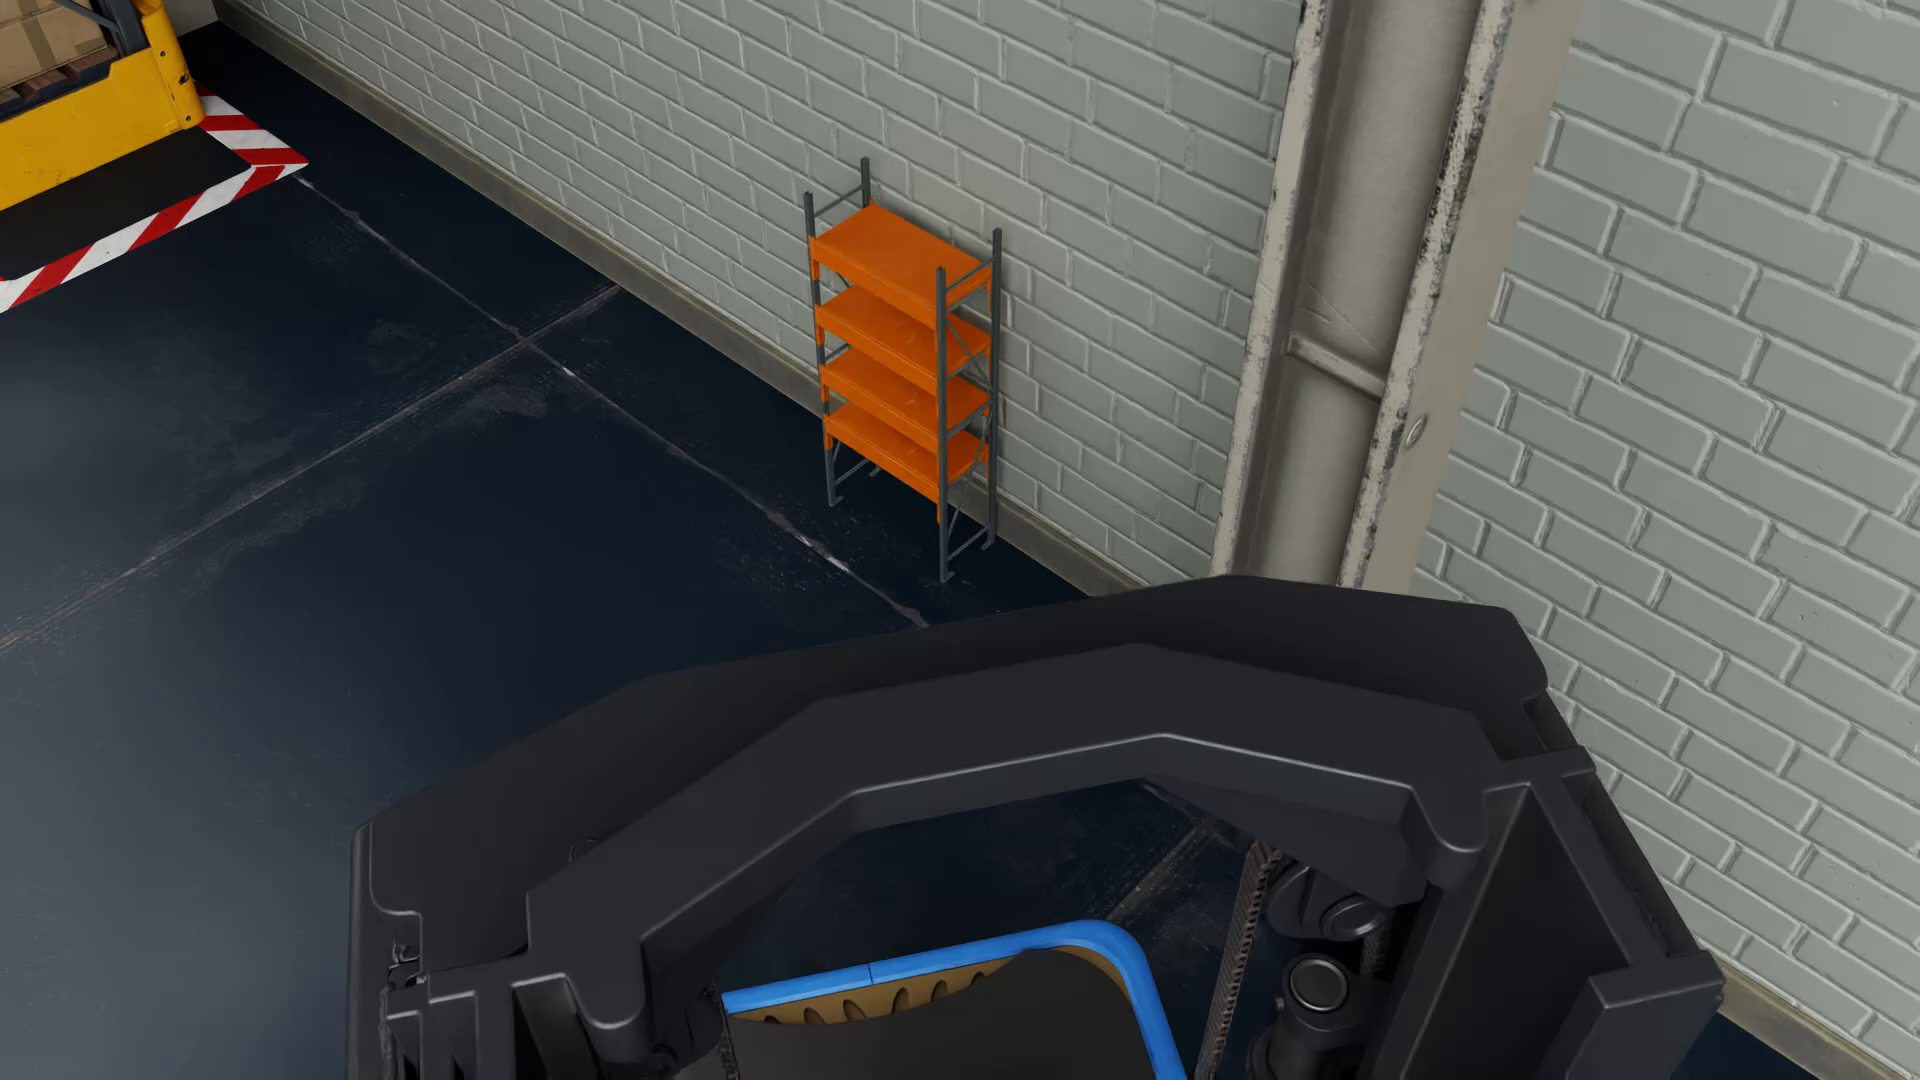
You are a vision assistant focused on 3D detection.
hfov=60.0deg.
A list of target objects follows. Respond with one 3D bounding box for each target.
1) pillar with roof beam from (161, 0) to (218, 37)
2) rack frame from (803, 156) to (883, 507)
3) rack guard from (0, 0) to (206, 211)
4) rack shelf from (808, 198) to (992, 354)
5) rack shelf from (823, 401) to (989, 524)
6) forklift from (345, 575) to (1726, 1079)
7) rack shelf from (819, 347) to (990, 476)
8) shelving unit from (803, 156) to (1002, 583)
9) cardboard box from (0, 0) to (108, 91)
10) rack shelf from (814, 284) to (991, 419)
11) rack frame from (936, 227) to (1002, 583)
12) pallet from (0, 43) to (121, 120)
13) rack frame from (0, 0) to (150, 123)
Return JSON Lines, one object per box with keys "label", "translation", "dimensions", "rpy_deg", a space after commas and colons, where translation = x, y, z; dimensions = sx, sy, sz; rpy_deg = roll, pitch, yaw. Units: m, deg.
{"label": "pillar with roof beam", "translation": [-6.461, -3.136, 2.022], "dimensions": [0.400, 9.000, 9.100], "rpy_deg": [34, 55, 28]}
{"label": "rack frame", "translation": [-0.337, -0.583, 4.975], "dimensions": [0.015, 1.200, 0.240], "rpy_deg": [33, 55, 27]}
{"label": "rack guard", "translation": [-3.623, -1.694, 6.498], "dimensions": [0.348, 0.500, 1.175], "rpy_deg": [34, 55, 28]}
{"label": "rack shelf", "translation": [-0.156, -0.733, 4.576], "dimensions": [0.480, 0.148, 0.258], "rpy_deg": [33, 55, 27]}
{"label": "rack shelf", "translation": [-0.156, -0.282, 5.056], "dimensions": [0.480, 0.148, 0.258], "rpy_deg": [33, 55, 27]}
{"label": "forklift", "translation": [0.161, 1.561, 1.774], "dimensions": [1.130, 2.935, 3.031], "rpy_deg": [-9, 48, -9]}
{"label": "rack shelf", "translation": [-0.156, -0.418, 4.912], "dimensions": [0.480, 0.148, 0.258], "rpy_deg": [33, 55, 27]}
{"label": "shelving unit", "translation": [-0.156, -0.464, 4.863], "dimensions": [0.503, 1.200, 0.258], "rpy_deg": [33, 55, 27]}
{"label": "cardboard box", "translation": [-3.869, -2.112, 6.773], "dimensions": [0.500, 0.250, 0.500], "rpy_deg": [34, 56, 28]}
{"label": "rack shelf", "translation": [-0.156, -0.571, 4.748], "dimensions": [0.480, 0.148, 0.258], "rpy_deg": [33, 55, 27]}
{"label": "rack frame", "translation": [0.025, -0.345, 4.750], "dimensions": [0.015, 1.200, 0.240], "rpy_deg": [33, 55, 27]}
{"label": "pallet", "translation": [-4.232, -1.963, 6.948], "dimensions": [1.213, 0.211, 1.003], "rpy_deg": [34, 55, 28]}
{"label": "rack frame", "translation": [-3.641, -2.562, 5.598], "dimensions": [0.127, 3.000, 1.000], "rpy_deg": [34, 55, 28]}
